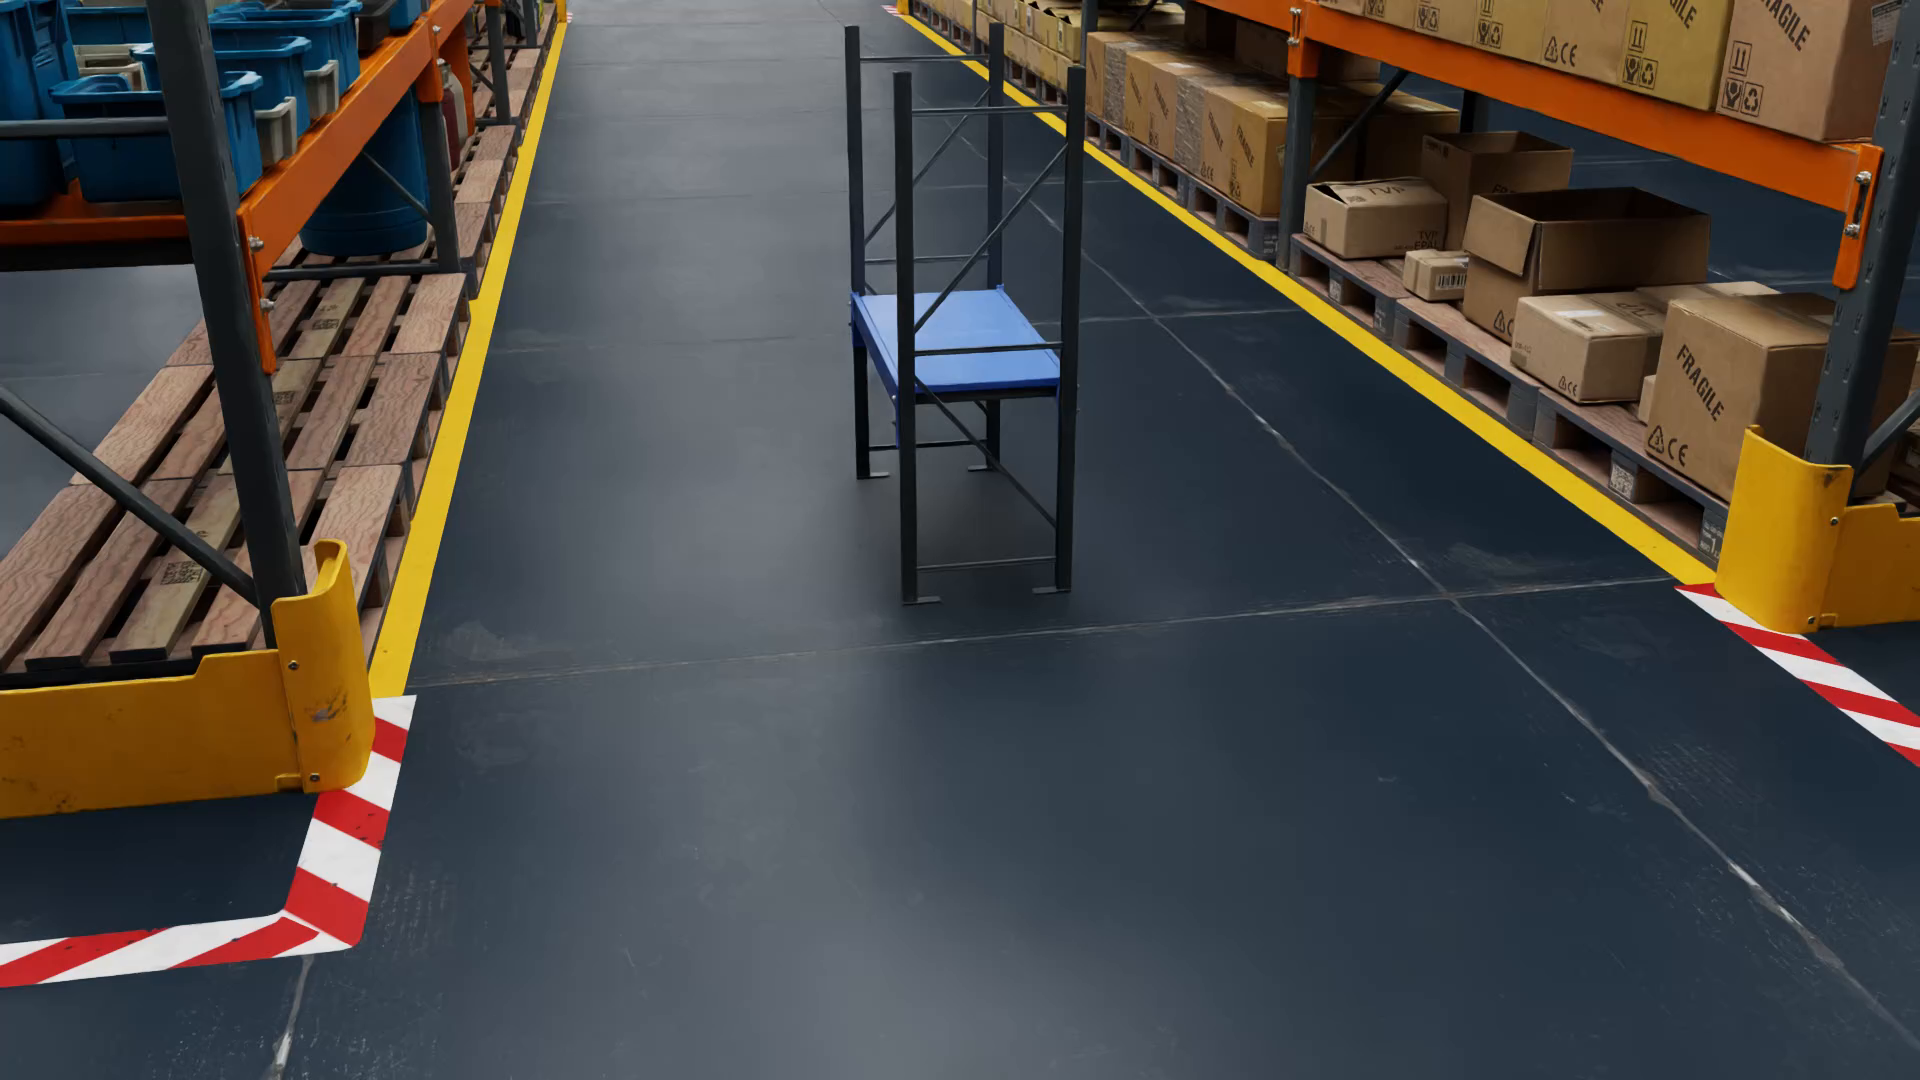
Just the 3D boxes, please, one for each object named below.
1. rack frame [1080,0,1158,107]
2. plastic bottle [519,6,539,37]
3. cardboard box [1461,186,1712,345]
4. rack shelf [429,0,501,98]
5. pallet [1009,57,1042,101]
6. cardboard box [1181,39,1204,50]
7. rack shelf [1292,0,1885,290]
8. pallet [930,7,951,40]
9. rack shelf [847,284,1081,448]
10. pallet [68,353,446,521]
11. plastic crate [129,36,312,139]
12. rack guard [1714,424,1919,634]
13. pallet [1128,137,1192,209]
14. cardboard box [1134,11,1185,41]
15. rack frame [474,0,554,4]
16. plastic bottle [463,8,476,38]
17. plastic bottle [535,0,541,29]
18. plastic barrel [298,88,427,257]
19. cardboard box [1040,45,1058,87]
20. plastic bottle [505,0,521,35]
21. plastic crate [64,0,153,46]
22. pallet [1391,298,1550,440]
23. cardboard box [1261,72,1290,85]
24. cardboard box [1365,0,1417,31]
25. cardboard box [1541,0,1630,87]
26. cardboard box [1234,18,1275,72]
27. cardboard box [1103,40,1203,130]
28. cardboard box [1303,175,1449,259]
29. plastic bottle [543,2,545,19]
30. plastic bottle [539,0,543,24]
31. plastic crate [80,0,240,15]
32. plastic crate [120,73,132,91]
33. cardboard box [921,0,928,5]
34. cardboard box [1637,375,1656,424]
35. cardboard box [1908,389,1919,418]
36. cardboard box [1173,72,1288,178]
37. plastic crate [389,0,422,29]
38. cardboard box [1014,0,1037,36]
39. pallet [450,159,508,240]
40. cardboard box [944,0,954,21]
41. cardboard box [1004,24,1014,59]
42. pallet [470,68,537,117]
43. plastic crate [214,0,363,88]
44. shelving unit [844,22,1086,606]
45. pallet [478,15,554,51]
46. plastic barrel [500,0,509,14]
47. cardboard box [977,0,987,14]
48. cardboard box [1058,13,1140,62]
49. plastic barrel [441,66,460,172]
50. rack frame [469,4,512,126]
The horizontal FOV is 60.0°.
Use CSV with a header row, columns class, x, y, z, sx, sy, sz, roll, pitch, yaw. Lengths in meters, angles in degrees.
class,x,y,z,sx,sy,sz,roll,pitch,yaw
rack frame,1.355,-4.335,11.427,1.000,3.000,0.127,-4,24,-10
plastic bottle,-3.968,-4.779,15.298,0.152,0.276,0.135,-3,24,-8
cardboard box,2.447,-1.080,6.545,0.797,0.503,0.637,-4,24,-10
rack shelf,-3.144,-2.853,8.934,1.077,0.370,4.000,-4,24,-10
pallet,1.019,-3.862,13.829,1.003,0.211,1.213,-4,24,-10
cardboard box,1.759,-3.040,11.036,0.500,0.500,0.500,-3,24,-8
rack shelf,2.464,-1.645,6.167,1.077,0.370,4.000,-4,24,-10
pallet,0.280,-5.427,17.412,1.003,0.211,1.213,-4,24,-10
rack shelf,-0.016,-0.556,5.099,0.538,0.185,1.000,-4,24,-10
pallet,-2.371,-0.351,5.790,1.003,0.211,1.213,-4,24,-10
plastic crate,-1.878,-1.154,4.278,0.416,0.233,0.300,-4,24,-10
rack guard,2.820,-0.072,4.791,1.175,0.500,0.348,-4,24,-10
pallet,1.678,-2.281,10.210,1.003,0.211,1.213,-4,24,-10
cardboard box,1.547,-3.752,12.302,0.500,0.311,0.500,-4,24,-8
rack frame,-4.993,-7.116,17.796,1.000,3.000,0.127,-4,24,-10
plastic bottle,-4.514,-4.773,15.191,0.144,0.351,0.185,-4,24,-10
plastic bottle,-4.019,-4.990,15.772,0.061,0.283,0.133,-3,24,-7
plastic barrel,-2.858,-1.842,7.817,0.600,0.901,0.708,-4,24,-10
cardboard box,0.919,-3.658,12.789,0.500,0.250,0.500,-5,24,-10
plastic bottle,-4.136,-4.868,15.408,0.144,0.351,0.185,-4,24,-10
plastic crate,-2.666,-1.562,5.214,0.416,0.233,0.300,-4,24,-10
pallet,2.450,-0.732,6.663,1.003,0.211,1.213,-4,24,-10
cardboard box,2.050,-2.432,9.643,0.500,0.500,0.500,-4,24,-9
cardboard box,2.019,-2.385,6.839,0.500,0.500,0.500,-4,24,-9
cardboard box,2.298,-1.790,5.476,0.500,0.500,0.500,-4,24,-9
cardboard box,1.966,-2.960,9.916,0.500,0.250,0.500,-5,24,-11
cardboard box,1.261,-2.985,10.910,0.500,0.500,0.500,-5,24,-12
cardboard box,1.960,-1.549,7.860,0.500,0.311,0.500,-4,24,-10
plastic bottle,-4.183,-5.338,16.569,0.061,0.283,0.133,-4,24,-8
plastic bottle,-4.143,-5.193,16.153,0.144,0.351,0.185,-3,24,-8
plastic crate,-2.673,-1.755,5.594,0.437,0.282,0.530,-4,24,-10
plastic crate,-2.402,-1.152,4.394,0.396,0.136,0.243,-4,24,-10
cardboard box,-0.148,-5.990,18.128,0.500,0.250,0.500,-4,24,-10
cardboard box,2.505,-0.453,5.529,0.380,0.166,0.250,-4,24,-10
cardboard box,3.048,-0.379,5.361,0.380,0.166,0.250,-4,24,-10
cardboard box,1.546,-2.382,9.531,0.500,0.500,0.500,-4,24,-9
plastic crate,-2.353,-2.258,6.617,0.392,0.384,0.575,-4,24,-10
cardboard box,0.732,-4.312,13.585,0.500,0.311,0.500,-4,24,-8
pallet,-3.105,-1.906,9.349,1.003,0.211,1.213,-4,24,-10
cardboard box,0.125,-5.399,16.776,0.500,0.250,0.500,-4,24,-10
cardboard box,0.638,-4.259,14.164,0.500,0.250,0.500,-5,24,-11
pallet,-3.841,-3.478,12.950,1.003,0.211,1.213,-4,24,-10
plastic crate,-2.055,-1.531,5.142,0.416,0.233,0.300,-4,24,-10
shelving unit,-0.016,-0.721,5.027,0.538,1.500,1.048,-4,24,-10
pallet,-4.566,-5.013,16.464,1.003,0.211,1.213,-4,24,-10
plastic barrel,-4.704,-5.718,17.178,0.421,0.512,0.421,0,24,0
cardboard box,0.447,-4.916,14.969,0.500,0.311,0.500,-4,24,-10
cardboard box,1.016,-3.712,12.211,0.500,0.311,0.500,-4,24,-8
plastic barrel,-3.198,-2.421,9.535,0.600,0.588,0.708,-4,24,-10
rack frame,-3.514,-3.969,10.591,1.000,3.000,0.127,-4,24,-10
